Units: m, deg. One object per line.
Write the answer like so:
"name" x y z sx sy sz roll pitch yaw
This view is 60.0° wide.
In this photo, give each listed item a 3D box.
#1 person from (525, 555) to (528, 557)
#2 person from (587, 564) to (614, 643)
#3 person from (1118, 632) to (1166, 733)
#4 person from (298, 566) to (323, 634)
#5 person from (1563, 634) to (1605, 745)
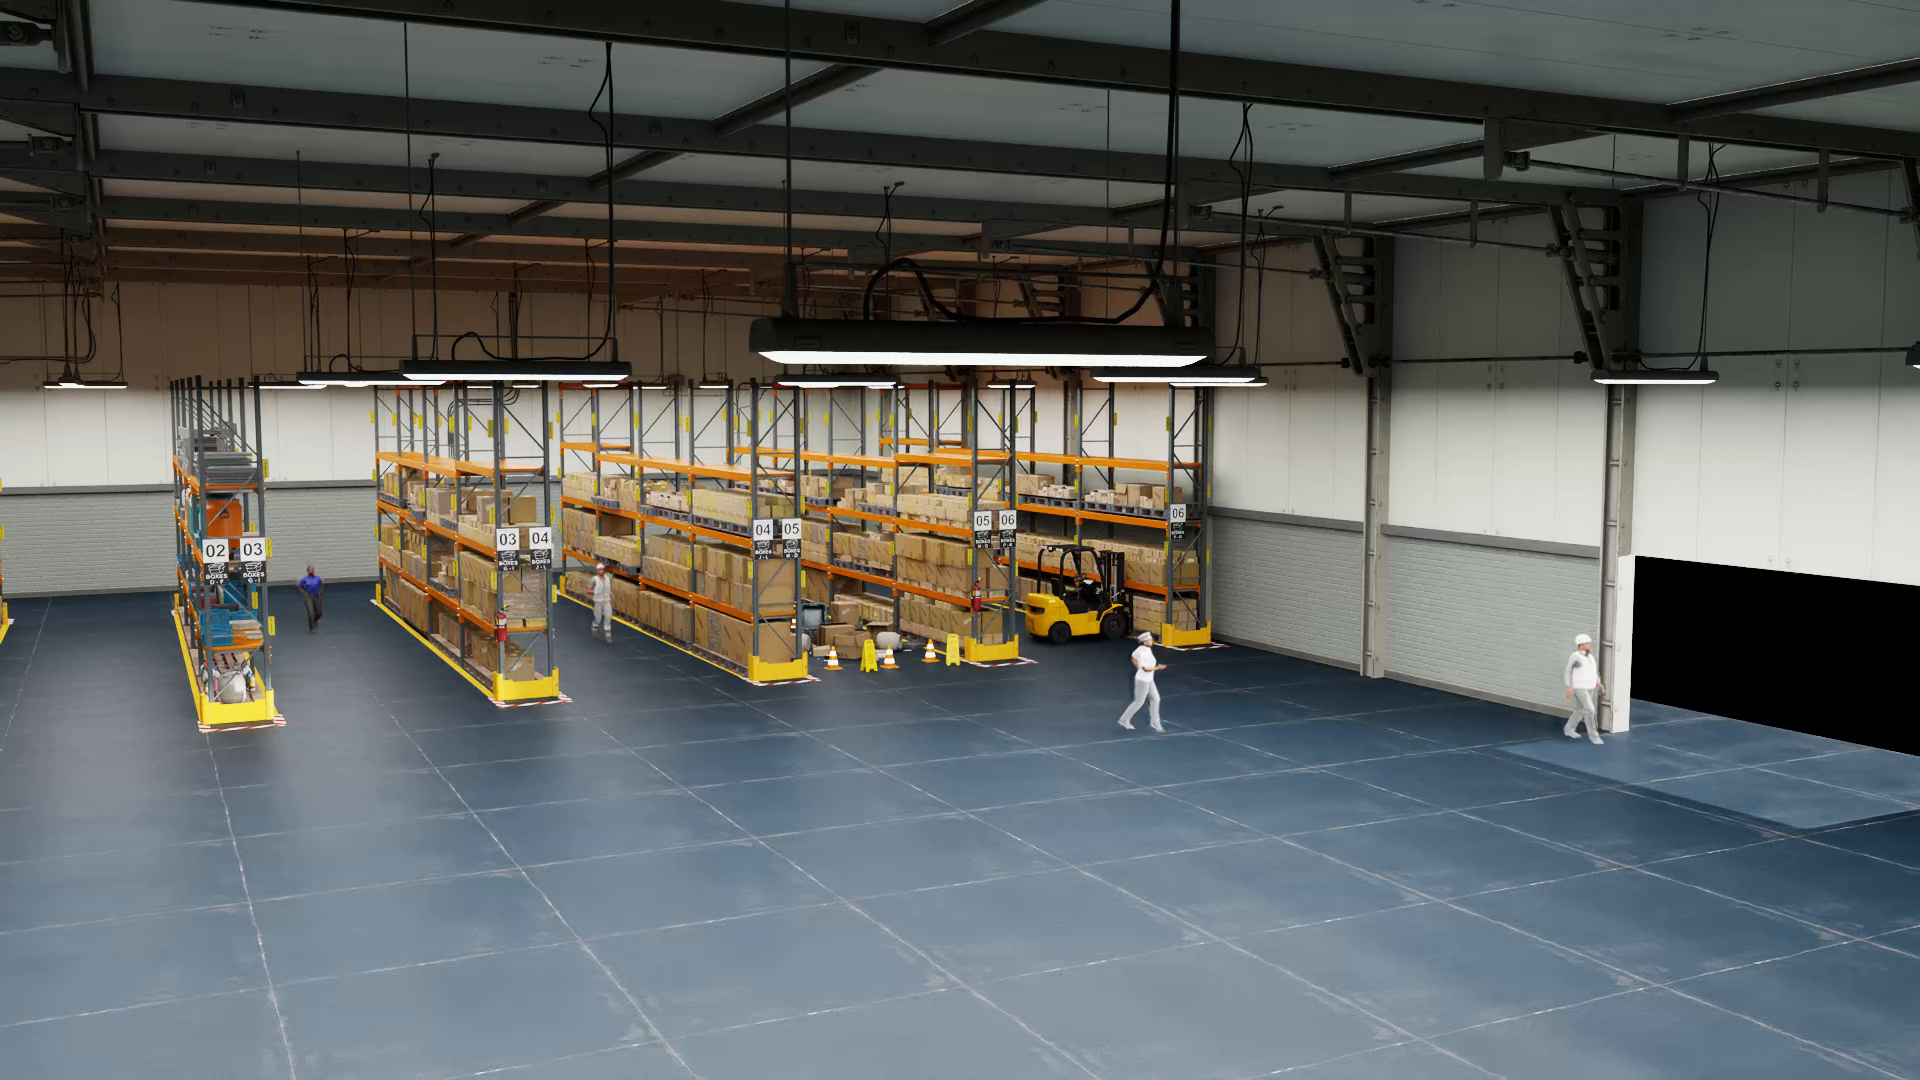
"person" -12.438 0.771 46.734 0.658 1.640 0.565 1 5 15
"person" -8.197 1.429 38.019 0.656 1.786 0.987 -3 6 -32
"person" 3.063 2.399 27.933 0.794 1.754 0.564 1 5 11
"person" -15.407 1.408 39.521 0.573 1.604 0.583 -3 6 -34
"person" 10.307 2.445 27.321 0.622 1.782 0.808 -4 6 -38
